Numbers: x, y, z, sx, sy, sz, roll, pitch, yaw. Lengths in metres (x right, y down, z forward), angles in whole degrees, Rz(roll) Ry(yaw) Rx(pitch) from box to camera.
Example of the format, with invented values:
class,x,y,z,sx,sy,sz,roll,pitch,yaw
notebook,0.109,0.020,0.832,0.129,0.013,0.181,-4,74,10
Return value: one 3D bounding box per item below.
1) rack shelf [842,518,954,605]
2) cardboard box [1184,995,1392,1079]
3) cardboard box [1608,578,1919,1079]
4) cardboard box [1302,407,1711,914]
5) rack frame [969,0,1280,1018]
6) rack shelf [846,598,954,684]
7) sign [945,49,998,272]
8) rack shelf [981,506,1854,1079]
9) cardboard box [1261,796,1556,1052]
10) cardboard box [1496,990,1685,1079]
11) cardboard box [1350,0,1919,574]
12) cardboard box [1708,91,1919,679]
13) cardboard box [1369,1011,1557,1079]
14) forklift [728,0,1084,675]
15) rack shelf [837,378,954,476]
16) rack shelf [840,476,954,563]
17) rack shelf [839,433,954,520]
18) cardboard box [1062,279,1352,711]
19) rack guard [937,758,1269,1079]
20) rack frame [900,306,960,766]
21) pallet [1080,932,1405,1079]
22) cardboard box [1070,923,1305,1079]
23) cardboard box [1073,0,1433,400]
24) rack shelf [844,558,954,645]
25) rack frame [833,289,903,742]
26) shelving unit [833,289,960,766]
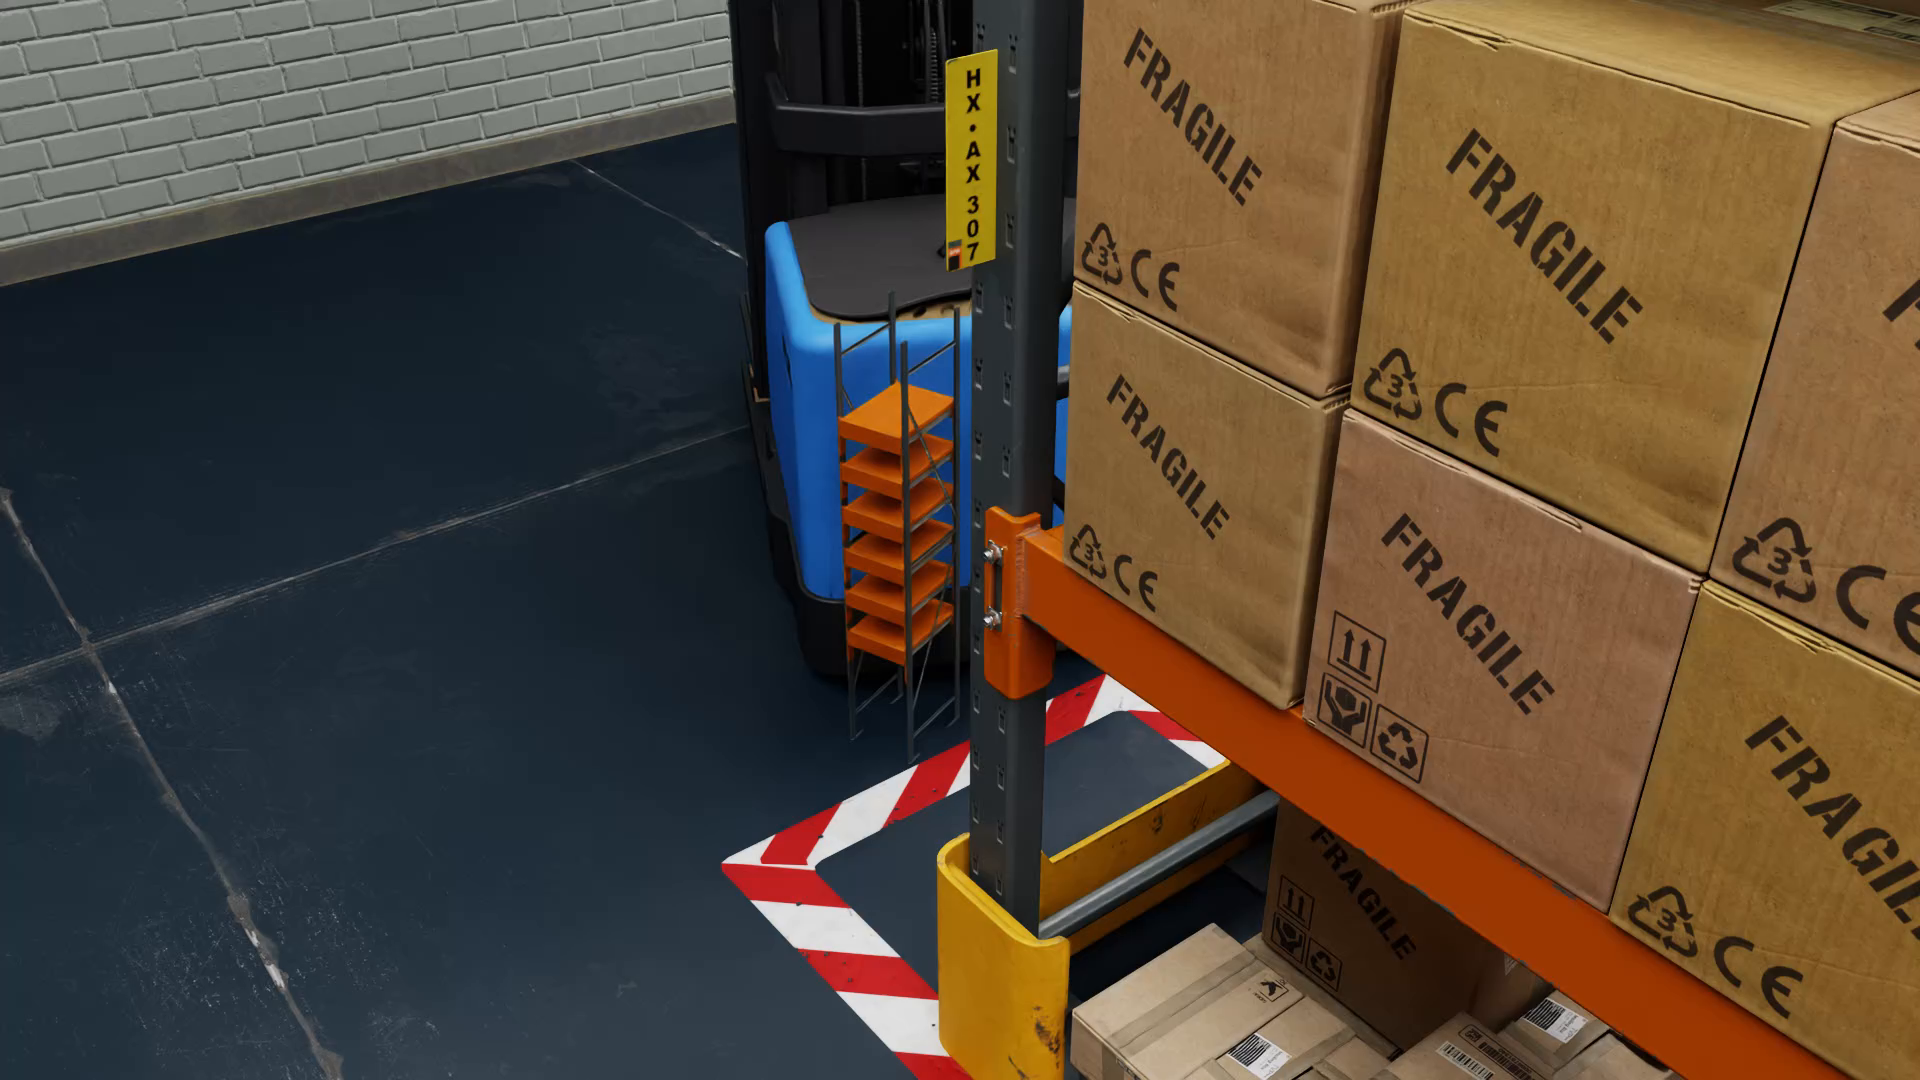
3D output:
class,x,y,z,sx,sy,sz,roll,pitch,yaw
rack shelf,-0.144,0.034,4.142,0.180,0.103,0.258,19,36,27
cardboard box,0.587,1.033,3.012,0.380,0.166,0.250,-22,38,-31
cardboard box,1.138,0.278,1.865,0.500,0.500,0.500,-22,38,-32
cardboard box,0.833,0.067,2.204,0.500,0.500,0.500,-23,38,-32
rack frame,0.449,-0.374,3.009,1.000,3.000,0.127,-22,38,-31
rack shelf,-0.145,0.238,4.269,0.180,0.103,0.258,19,36,27
sign,0.020,-0.566,2.497,0.100,0.325,0.005,-22,38,-31
rack shelf,1.675,0.765,1.856,1.077,0.370,4.000,-22,38,-31
cardboard box,0.977,0.648,3.316,0.500,0.500,0.500,-22,38,-31
cardboard box,1.154,0.988,3.085,0.380,0.166,0.250,-22,38,-31
cardboard box,0.839,-0.355,1.937,0.500,0.500,0.500,-22,38,-31
cardboard box,1.142,-0.145,1.598,0.500,0.500,0.500,-22,38,-31
cardboard box,0.865,1.134,2.770,0.500,0.250,0.500,-22,38,-31
forklift,-0.178,-1.642,5.116,1.130,2.935,3.031,-6,32,-9
rack shelf,-0.144,-0.272,3.952,0.180,0.103,0.258,19,36,27
rack shelf,-0.144,-0.068,4.079,0.180,0.103,0.258,19,36,27
rack shelf,-0.144,-0.170,4.015,0.180,0.103,0.258,19,36,27
cardboard box,0.512,-0.146,2.547,0.500,0.500,0.500,-21,38,-30
rack guard,0.495,0.720,3.617,1.175,0.500,0.348,-22,38,-31
rack frame,-0.067,0.022,4.077,0.006,1.200,0.240,19,36,27
pallet,0.985,1.175,3.159,1.003,0.211,1.213,-22,38,-31
cardboard box,0.434,0.936,3.185,0.380,0.149,0.250,-22,38,-31
cardboard box,0.512,-0.571,2.283,0.500,0.500,0.500,-21,38,-30
rack shelf,-0.144,0.136,4.205,0.180,0.103,0.258,19,36,27
rack frame,-0.221,-0.030,4.160,0.006,1.200,0.240,19,36,27
shelving unit,-0.144,-0.004,4.118,0.189,1.200,0.258,19,36,27
